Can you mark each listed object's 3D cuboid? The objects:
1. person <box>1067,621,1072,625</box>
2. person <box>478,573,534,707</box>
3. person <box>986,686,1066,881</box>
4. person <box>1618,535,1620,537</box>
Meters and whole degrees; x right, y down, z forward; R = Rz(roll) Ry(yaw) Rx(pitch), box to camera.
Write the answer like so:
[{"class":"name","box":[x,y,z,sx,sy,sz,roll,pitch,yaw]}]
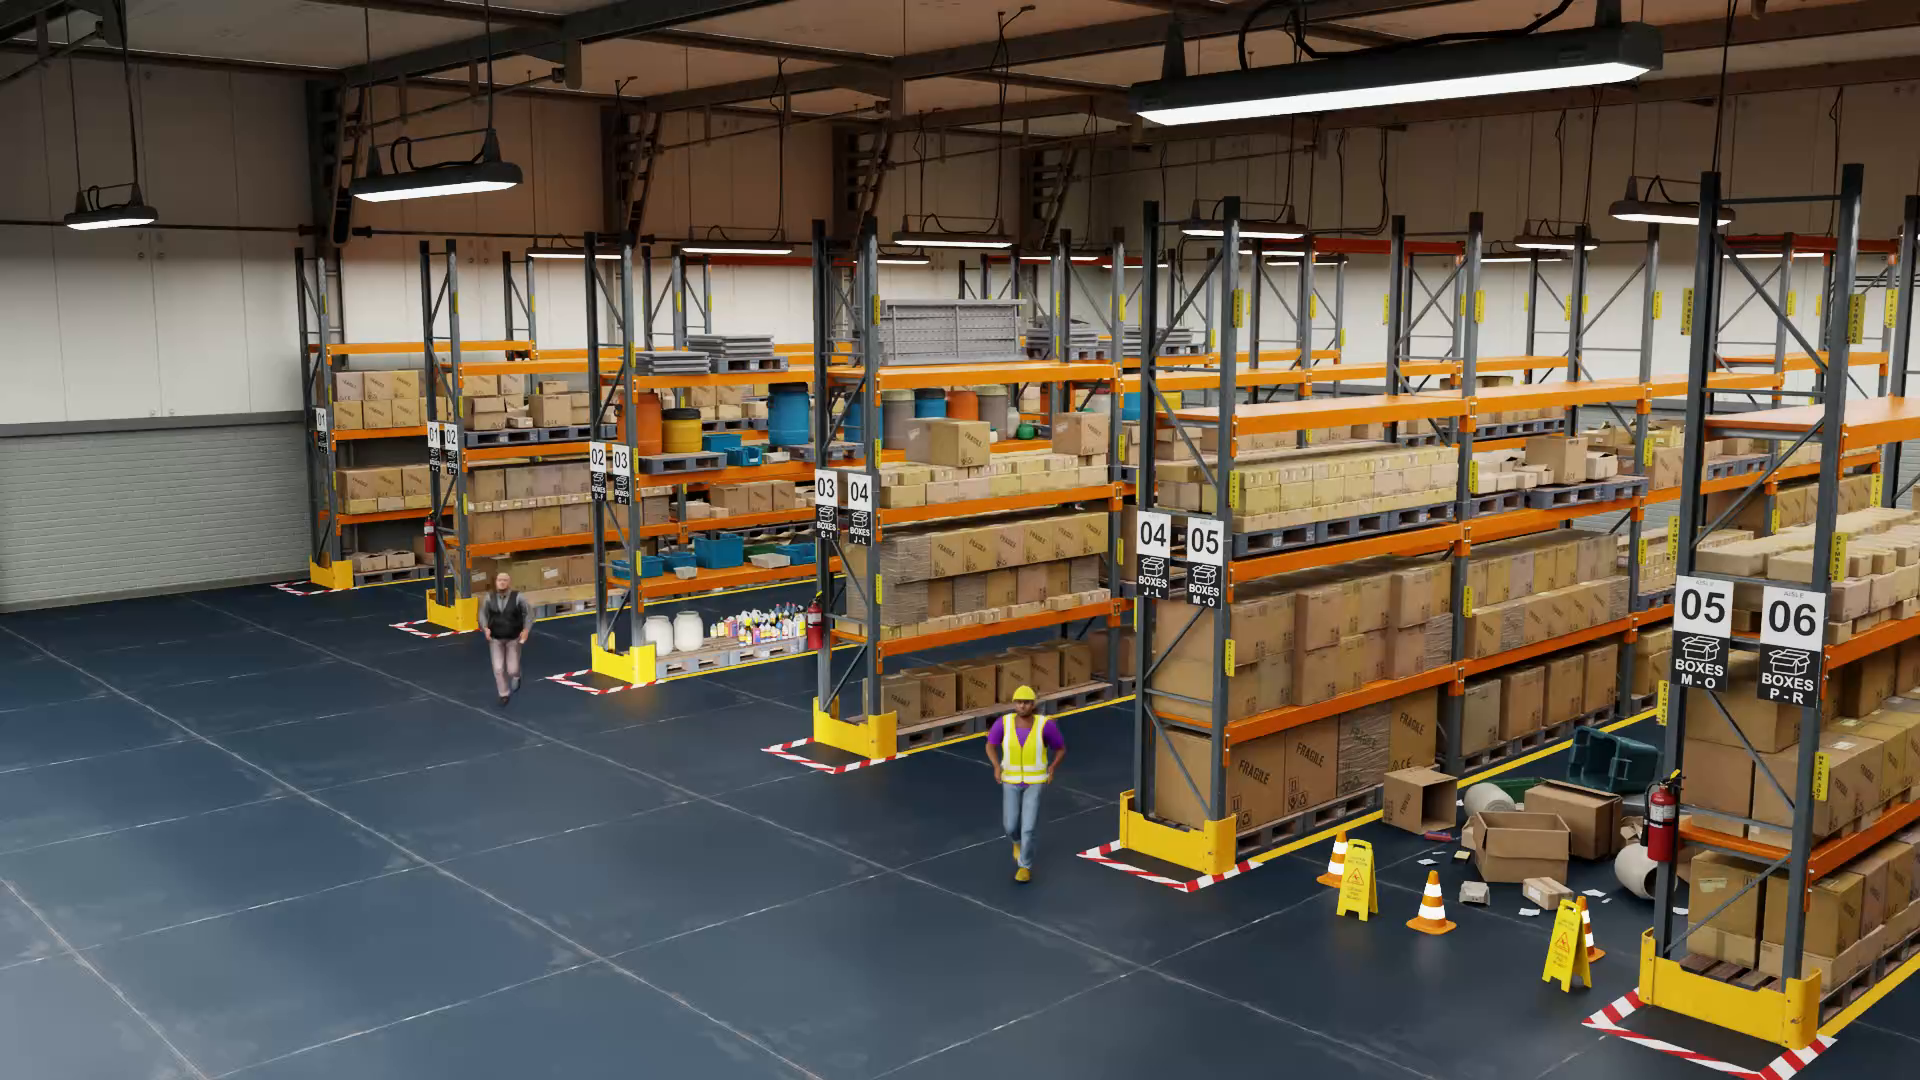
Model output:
[{"class":"person","box":[1.514,0.405,24.626,0.656,1.752,0.559,6,10,34]},{"class":"person","box":[-5.786,1.243,21.242,0.693,1.686,0.610,-1,8,-7]},{"class":"person","box":[0.577,2.148,14.873,0.732,1.731,0.615,1,8,10]},{"class":"person","box":[9.802,0.720,24.938,0.547,1.636,0.580,-6,10,-34]}]
